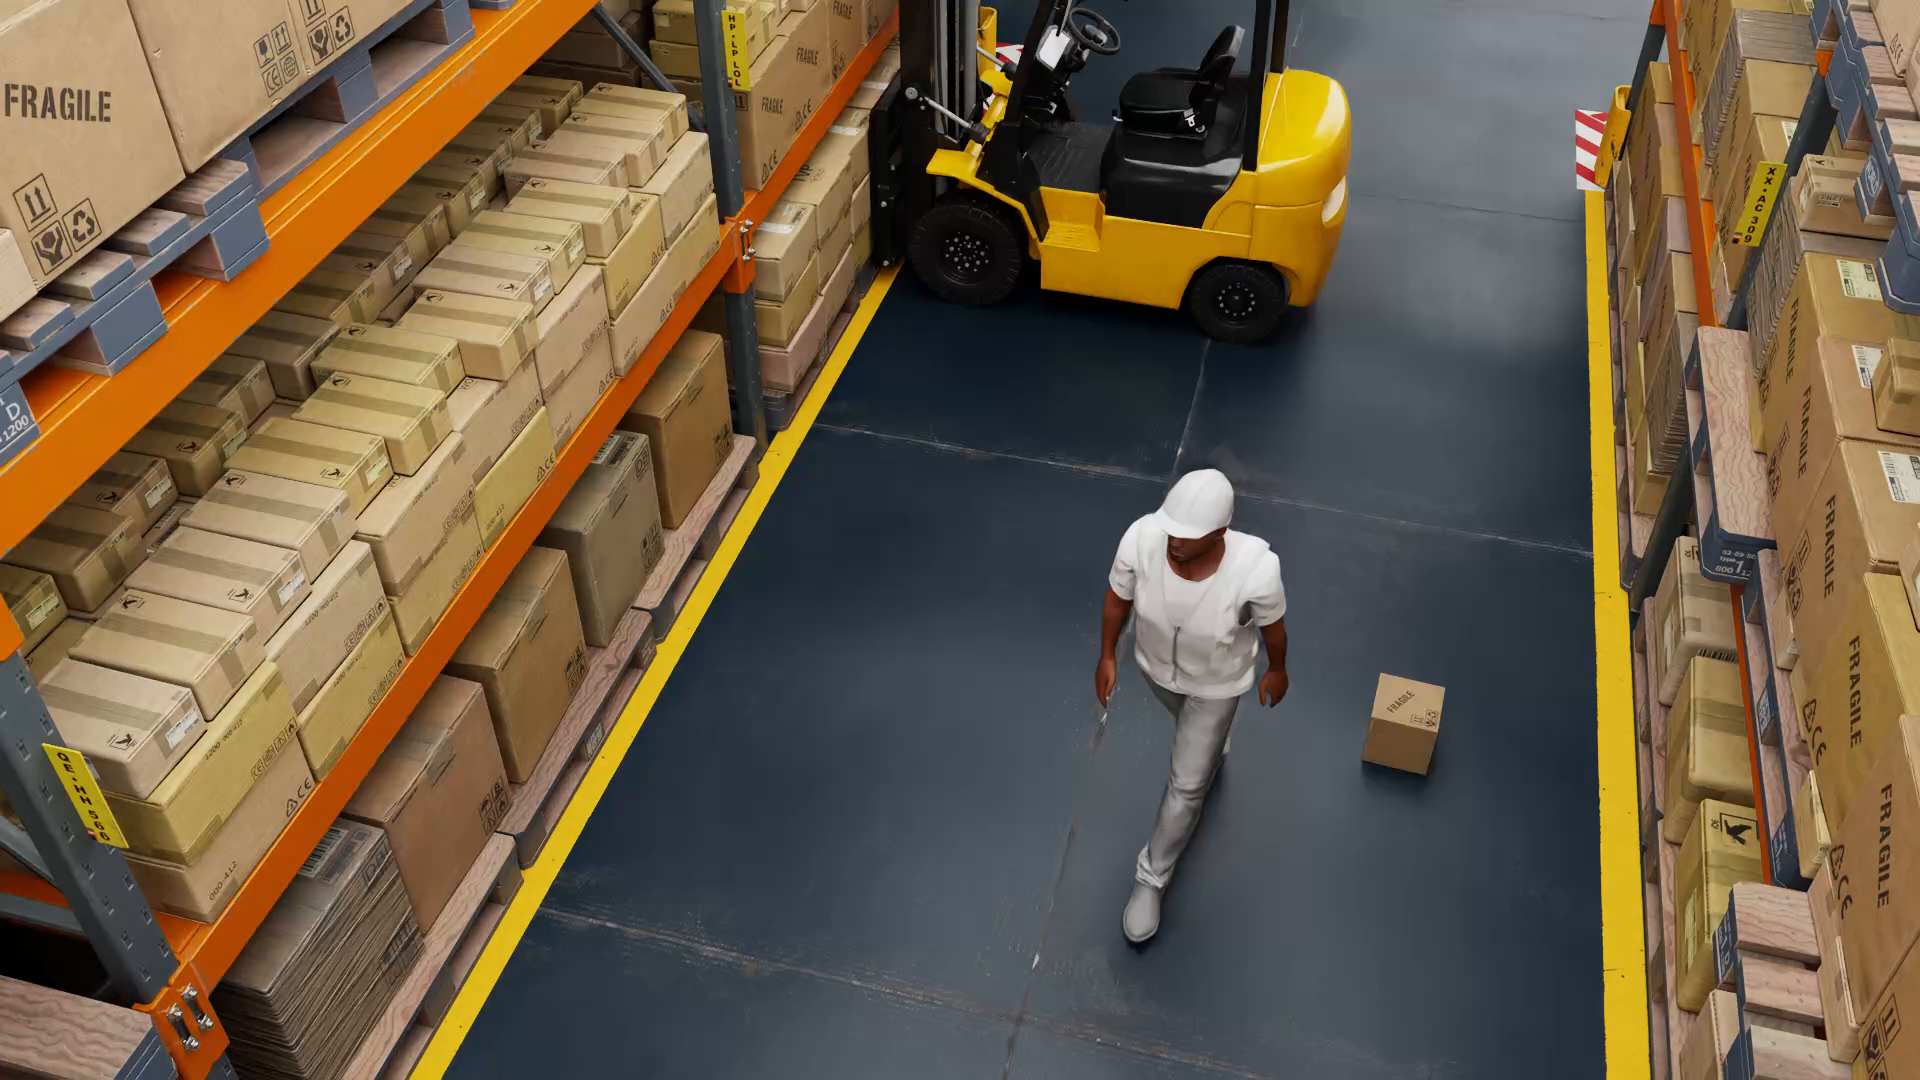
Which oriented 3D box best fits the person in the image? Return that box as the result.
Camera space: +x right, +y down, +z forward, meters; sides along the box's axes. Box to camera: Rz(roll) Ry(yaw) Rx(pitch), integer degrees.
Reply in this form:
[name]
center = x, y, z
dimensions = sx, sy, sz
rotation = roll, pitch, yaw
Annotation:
[person]
center = 0.743, 0.444, 5.611
dimensions = 0.604, 1.699, 0.985
rotation = 25, 47, 26
